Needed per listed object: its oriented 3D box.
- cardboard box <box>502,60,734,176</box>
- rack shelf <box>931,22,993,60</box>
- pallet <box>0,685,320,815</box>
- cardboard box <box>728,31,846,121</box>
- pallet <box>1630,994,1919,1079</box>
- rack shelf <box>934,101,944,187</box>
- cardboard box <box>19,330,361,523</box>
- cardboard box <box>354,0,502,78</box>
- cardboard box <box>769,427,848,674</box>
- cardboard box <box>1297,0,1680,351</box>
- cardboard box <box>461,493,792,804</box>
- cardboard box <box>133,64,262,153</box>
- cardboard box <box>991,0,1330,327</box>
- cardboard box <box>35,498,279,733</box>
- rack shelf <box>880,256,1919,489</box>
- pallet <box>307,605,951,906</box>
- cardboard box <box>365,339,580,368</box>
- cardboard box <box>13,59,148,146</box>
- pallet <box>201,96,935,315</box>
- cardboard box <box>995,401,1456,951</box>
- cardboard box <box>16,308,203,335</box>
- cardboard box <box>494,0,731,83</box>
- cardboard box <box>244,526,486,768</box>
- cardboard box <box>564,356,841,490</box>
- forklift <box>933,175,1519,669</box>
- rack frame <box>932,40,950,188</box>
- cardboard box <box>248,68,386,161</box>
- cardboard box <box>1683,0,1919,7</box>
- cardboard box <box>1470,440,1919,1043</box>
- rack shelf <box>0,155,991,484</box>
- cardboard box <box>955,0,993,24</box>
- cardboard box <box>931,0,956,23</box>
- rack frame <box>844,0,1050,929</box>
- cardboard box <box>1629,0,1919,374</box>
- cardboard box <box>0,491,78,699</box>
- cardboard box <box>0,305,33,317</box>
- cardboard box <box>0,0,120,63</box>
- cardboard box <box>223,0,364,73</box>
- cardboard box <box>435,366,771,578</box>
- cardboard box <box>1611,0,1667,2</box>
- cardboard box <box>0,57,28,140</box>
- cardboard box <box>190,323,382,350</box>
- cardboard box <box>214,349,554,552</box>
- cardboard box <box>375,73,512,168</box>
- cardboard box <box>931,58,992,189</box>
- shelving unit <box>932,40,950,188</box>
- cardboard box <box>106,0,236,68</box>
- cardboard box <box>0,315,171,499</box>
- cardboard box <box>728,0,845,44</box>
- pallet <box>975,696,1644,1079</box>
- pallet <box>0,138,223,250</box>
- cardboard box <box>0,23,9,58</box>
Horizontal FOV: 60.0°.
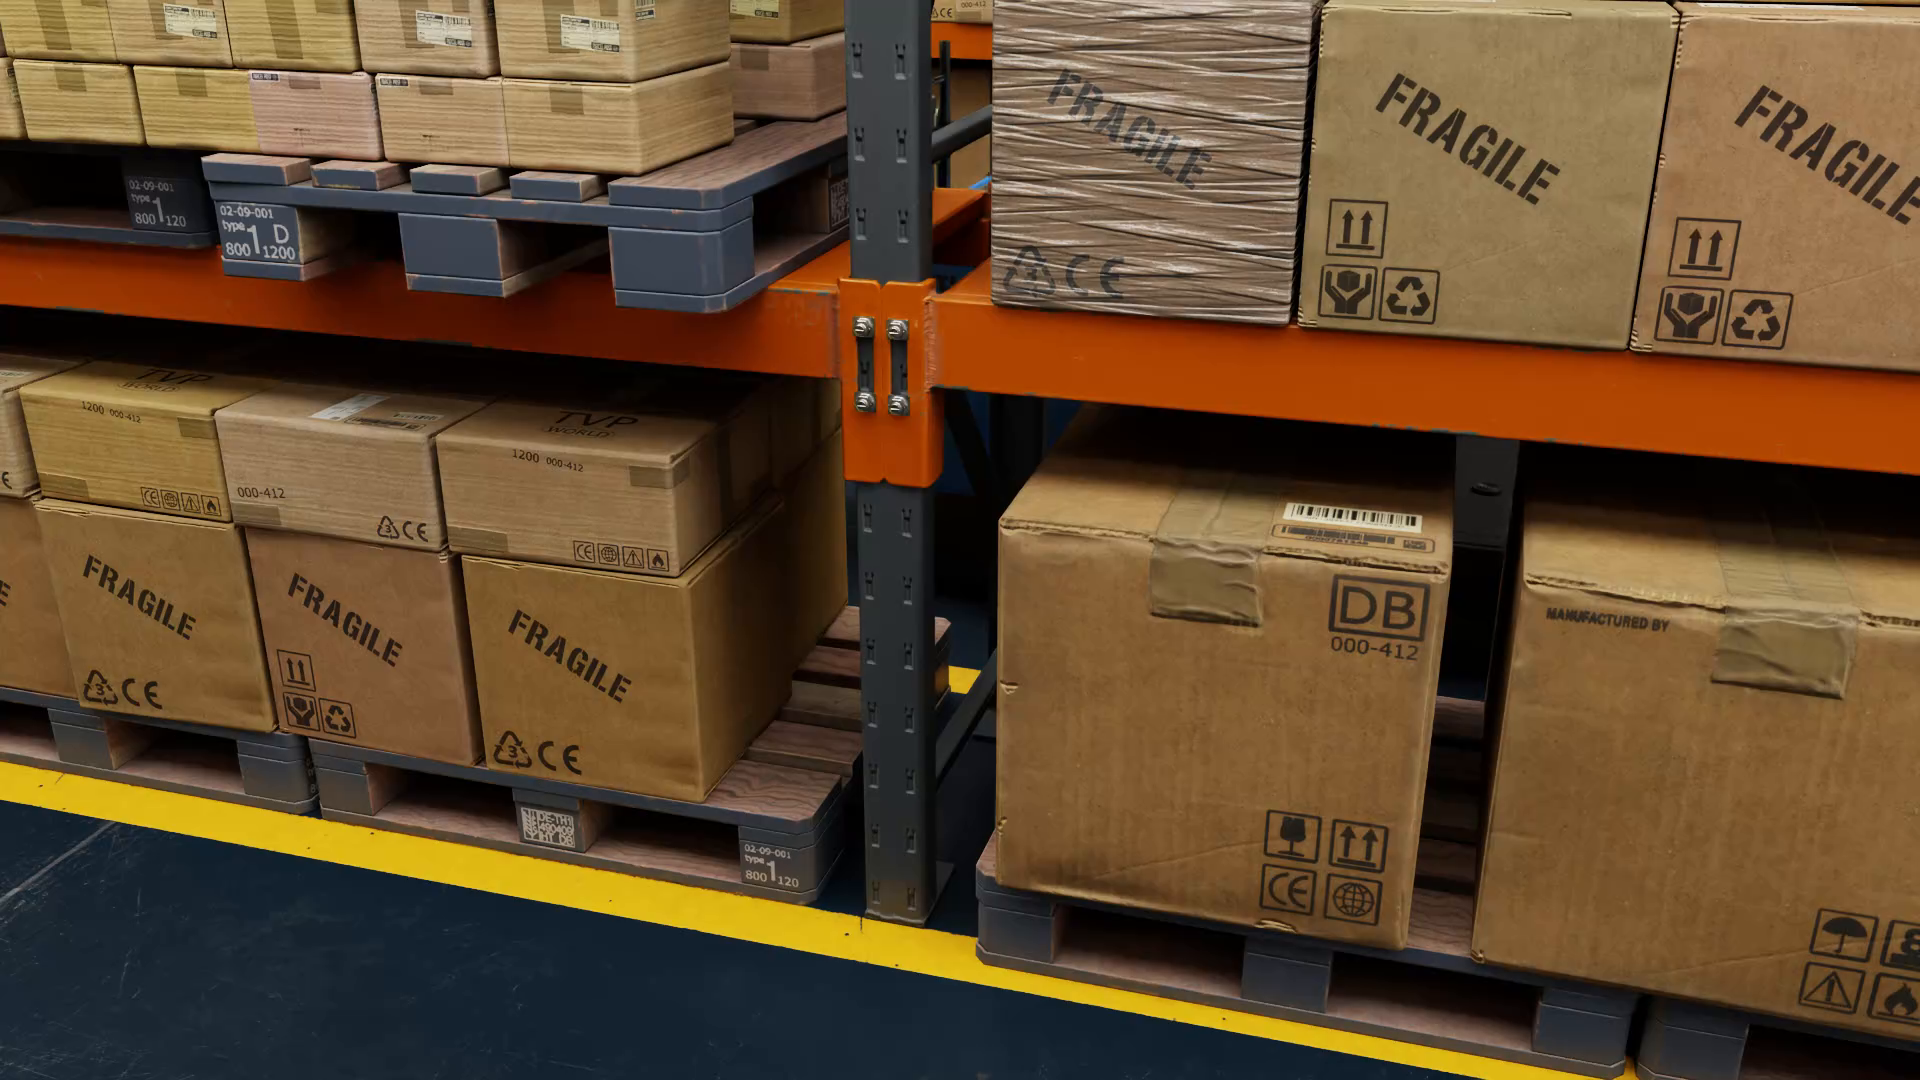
[{"bbox_3d":[-0.594,-0.756,2.938,0.250,0.149,0.380,7,23,16],"label":"cardboard box"},{"bbox_3d":[-0.570,-2.487,8.328,4.000,0.370,1.077,7,23,16],"label":"rack shelf"},{"bbox_3d":[-1.901,0.279,4.312,1.213,0.211,1.003,7,23,16],"label":"pallet"},{"bbox_3d":[-0.359,-0.991,3.512,0.250,0.149,0.380,6,23,15],"label":"cardboard box"},{"bbox_3d":[1.908,0.748,3.169,1.213,0.211,1.003,7,23,16],"label":"pallet"},{"bbox_3d":[-0.451,-1.123,5.002,0.720,0.370,0.431,8,24,18],"label":"rack shelf"},{"bbox_3d":[-1.688,-0.268,3.723,0.500,0.250,0.500,7,23,17],"label":"cardboard box"},{"bbox_3d":[-0.849,-0.924,2.955,0.250,0.149,0.380,7,23,18],"label":"cardboard box"},{"bbox_3d":[-0.592,0.001,4.055,0.500,0.500,0.500,6,23,13],"label":"cardboard box"},{"bbox_3d":[0.851,-0.635,2.734,0.500,0.500,0.500,6,23,15],"label":"cardboard box"},{"bbox_3d":[-0.694,0.194,3.584,0.500,0.500,0.500,6,23,15],"label":"cardboard box"},{"bbox_3d":[-1.315,-0.840,3.144,0.250,0.149,0.380,6,23,15],"label":"cardboard box"},{"bbox_3d":[0.363,-0.690,2.867,0.500,0.500,0.500,7,23,16],"label":"cardboard box"},{"bbox_3d":[-1.701,0.084,3.853,0.500,0.500,0.500,5,23,13],"label":"cardboard box"},{"bbox_3d":[1.926,-0.239,2.847,4.000,0.370,1.077,7,23,16],"label":"rack shelf"},{"bbox_3d":[-0.737,0.413,3.985,1.213,0.211,1.003,7,23,16],"label":"pallet"},{"bbox_3d":[-1.065,-0.395,4.032,0.500,0.250,0.500,6,23,15],"label":"cardboard box"},{"bbox_3d":[-1.573,-0.869,3.215,0.250,0.149,0.380,6,23,13],"label":"cardboard box"},{"bbox_3d":[-0.702,-0.741,3.378,1.003,0.211,1.213,7,23,16],"label":"pallet"},{"bbox_3d":[0.568,0.155,3.350,0.750,0.750,1.050,6,23,15],"label":"cardboard box"},{"bbox_3d":[-2.034,-0.510,4.314,0.500,0.250,0.500,5,23,13],"label":"cardboard box"},{"bbox_3d":[-0.593,-0.895,2.885,0.250,0.149,0.380,7,23,17],"label":"cardboard box"},{"bbox_3d":[-1.190,0.136,3.726,0.500,0.500,0.500,8,23,18],"label":"cardboard box"},{"bbox_3d":[-0.579,-0.339,3.896,0.500,0.250,0.500,5,23,13],"label":"cardboard box"},{"bbox_3d":[1.373,-1.215,4.370,3.031,2.935,1.130,8,24,18],"label":"forklift"},{"bbox_3d":[-0.106,-0.715,5.038,0.023,1.500,0.400,8,24,18],"label":"rack frame"},{"bbox_3d":[-1.077,-0.812,3.074,0.250,0.149,0.380,7,23,16],"label":"cardboard box"},{"bbox_3d":[1.415,-1.136,2.639,0.500,0.500,0.700,6,23,15],"label":"cardboard box"},{"bbox_3d":[1.406,0.250,3.119,0.750,0.750,1.050,7,23,16],"label":"cardboard box"},{"bbox_3d":[-1.904,-0.677,3.916,4.000,0.370,1.077,7,23,16],"label":"rack shelf"},{"bbox_3d":[0.291,-2.542,7.713,0.500,0.250,0.500,7,23,16],"label":"cardboard box"},{"bbox_3d":[-0.186,-2.603,7.862,0.500,0.250,0.500,6,23,15],"label":"cardboard box"},{"bbox_3d":[0.011,-0.791,3.245,0.127,3.000,1.000,7,23,16],"label":"rack frame"},{"bbox_3d":[1.333,-0.580,2.599,0.500,0.500,0.500,7,23,15],"label":"cardboard box"},{"bbox_3d":[-2.175,0.020,4.009,0.500,0.500,0.500,7,23,16],"label":"cardboard box"},{"bbox_3d":[-2.544,-0.563,4.442,0.500,0.250,0.500,8,24,18],"label":"cardboard box"},{"bbox_3d":[-1.579,-1.007,3.159,0.250,0.149,0.380,6,23,15],"label":"cardboard box"},{"bbox_3d":[-1.102,-0.952,3.023,0.250,0.149,0.380,7,23,17],"label":"cardboard box"},{"bbox_3d":[-0.719,-0.155,3.448,0.500,0.250,0.500,6,23,14],"label":"cardboard box"},{"bbox_3d":[0.923,-1.192,2.774,0.500,0.500,0.700,6,23,15],"label":"cardboard box"},{"bbox_3d":[-1.820,-0.898,3.285,0.250,0.149,0.380,7,23,17],"label":"cardboard box"},{"bbox_3d":[-1.535,-0.454,4.175,0.500,0.250,0.500,7,23,16],"label":"cardboard box"},{"bbox_3d":[-1.206,-0.207,3.573,0.500,0.250,0.500,7,23,16],"label":"cardboard box"},{"bbox_3d":[-0.831,-0.784,3.006,0.250,0.149,0.380,6,23,15],"label":"cardboard box"},{"bbox_3d":[-0.146,-2.017,8.481,0.875,0.875,0.875,7,23,16],"label":"cardboard box"},{"bbox_3d":[-0.451,-0.762,5.150,0.755,1.500,0.431,8,24,18],"label":"shelving unit"},{"bbox_3d":[-1.341,-0.979,3.091,0.250,0.149,0.380,7,23,16],"label":"cardboard box"},{"bbox_3d":[-2.190,-0.322,3.855,0.500,0.250,0.500,7,23,18],"label":"cardboard box"},{"bbox_3d":[-0.393,-1.132,3.464,0.250,0.149,0.380,8,24,18],"label":"cardboard box"},{"bbox_3d":[0.744,0.613,3.497,1.213,0.211,1.003,7,23,16],"label":"pallet"},{"bbox_3d":[-1.896,-0.904,3.774,1.213,0.211,1.003,7,23,16],"label":"pallet"},{"bbox_3d":[-1.829,-1.036,3.228,0.250,0.149,0.380,7,23,17],"label":"cardboard box"}]
